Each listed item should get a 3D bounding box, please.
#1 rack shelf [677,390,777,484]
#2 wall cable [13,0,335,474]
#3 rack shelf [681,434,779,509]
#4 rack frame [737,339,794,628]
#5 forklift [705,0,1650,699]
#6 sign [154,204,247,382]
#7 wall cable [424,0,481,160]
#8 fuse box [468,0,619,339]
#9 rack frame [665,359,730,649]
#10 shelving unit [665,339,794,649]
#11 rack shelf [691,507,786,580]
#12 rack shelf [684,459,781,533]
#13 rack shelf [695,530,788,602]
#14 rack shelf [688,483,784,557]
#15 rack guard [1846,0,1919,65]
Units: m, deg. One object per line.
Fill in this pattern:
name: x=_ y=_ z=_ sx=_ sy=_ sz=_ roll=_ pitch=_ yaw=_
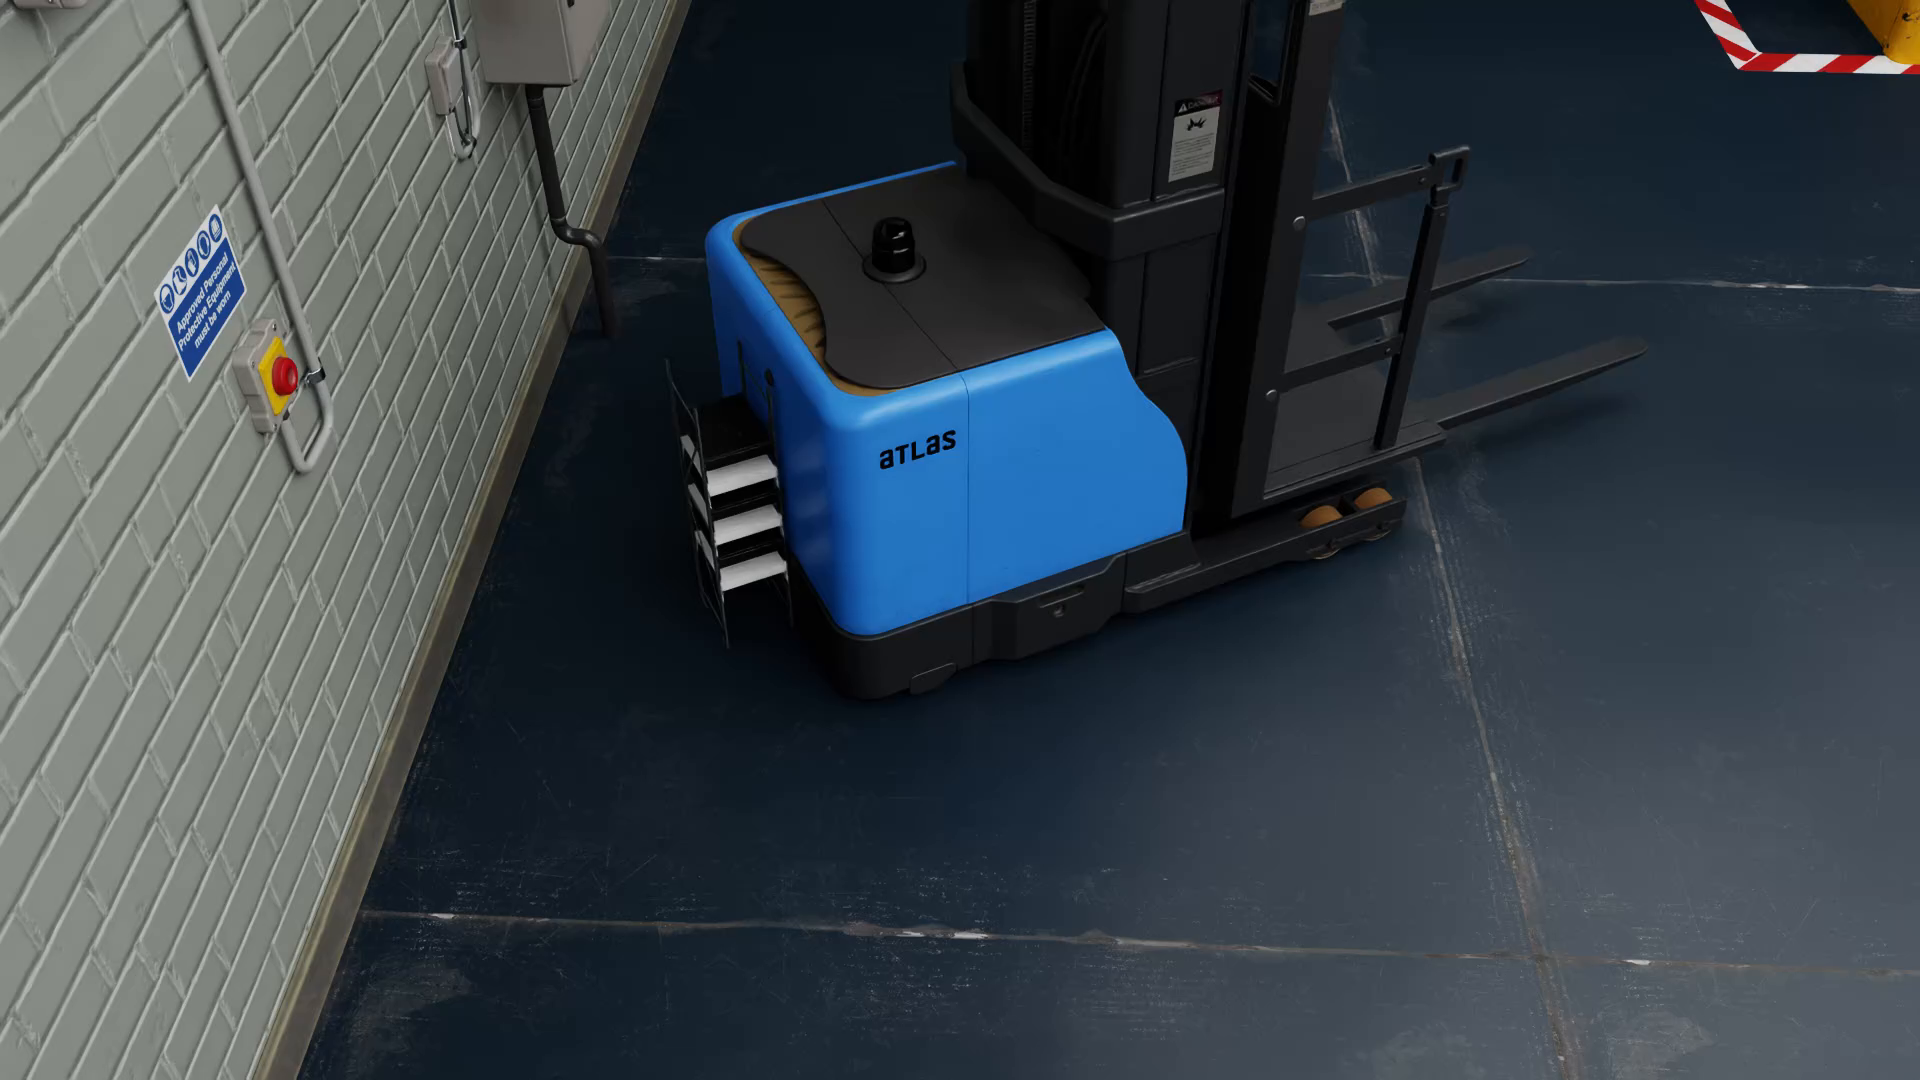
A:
rack shelf: x=-0.643 y=-0.284 z=4.548 sx=0.200 sy=0.077 sz=0.258 roll=-18 pitch=46 yaw=-19
wall cable: x=-1.482 y=-0.822 z=3.163 sx=0.123 sy=1.953 sz=0.585 roll=2 pitch=43 yaw=2
rack shelf: x=-0.643 y=-0.218 z=4.609 sx=0.200 sy=0.077 sz=0.258 roll=-18 pitch=46 yaw=-19
rack frame: x=-0.551 y=-0.141 z=4.741 sx=0.006 sy=0.900 sz=0.240 roll=-18 pitch=46 yaw=-19
forklift: x=0.830 y=-1.320 z=4.517 sx=3.031 sy=2.935 sz=1.130 roll=-18 pitch=46 yaw=-19
sign: x=-1.545 y=-0.506 z=3.395 sx=0.001 sy=0.218 sz=0.327 roll=2 pitch=43 yaw=2
wall cable: x=-1.430 y=-1.776 z=4.211 sx=0.122 sy=1.984 sz=0.588 roll=2 pitch=43 yaw=2
fuse box: x=-1.242 y=-1.393 z=5.490 sx=0.414 sy=1.711 sz=0.539 roll=2 pitch=43 yaw=2
rack frame: x=-0.734 y=-0.081 z=4.677 sx=0.006 sy=0.900 sz=0.240 roll=-18 pitch=46 yaw=-19
shelving unit: x=-0.643 y=-0.111 z=4.709 sx=0.210 sy=0.900 sz=0.258 roll=-18 pitch=46 yaw=-19
rack shelf: x=-0.643 y=-0.021 z=4.793 sx=0.200 sy=0.077 sz=0.258 roll=-18 pitch=46 yaw=-19
rack shelf: x=-0.643 y=-0.152 z=4.670 sx=0.200 sy=0.077 sz=0.258 roll=-18 pitch=46 yaw=-19
rack shelf: x=-0.643 y=0.045 z=4.854 sx=0.200 sy=0.077 sz=0.258 roll=-18 pitch=46 yaw=-19
rack shelf: x=-0.643 y=-0.087 z=4.732 sx=0.200 sy=0.077 sz=0.258 roll=-18 pitch=46 yaw=-19
rack guard: x=4.448 y=-2.744 z=7.829 sx=0.348 sy=0.500 sz=1.175 roll=2 pitch=43 yaw=2
